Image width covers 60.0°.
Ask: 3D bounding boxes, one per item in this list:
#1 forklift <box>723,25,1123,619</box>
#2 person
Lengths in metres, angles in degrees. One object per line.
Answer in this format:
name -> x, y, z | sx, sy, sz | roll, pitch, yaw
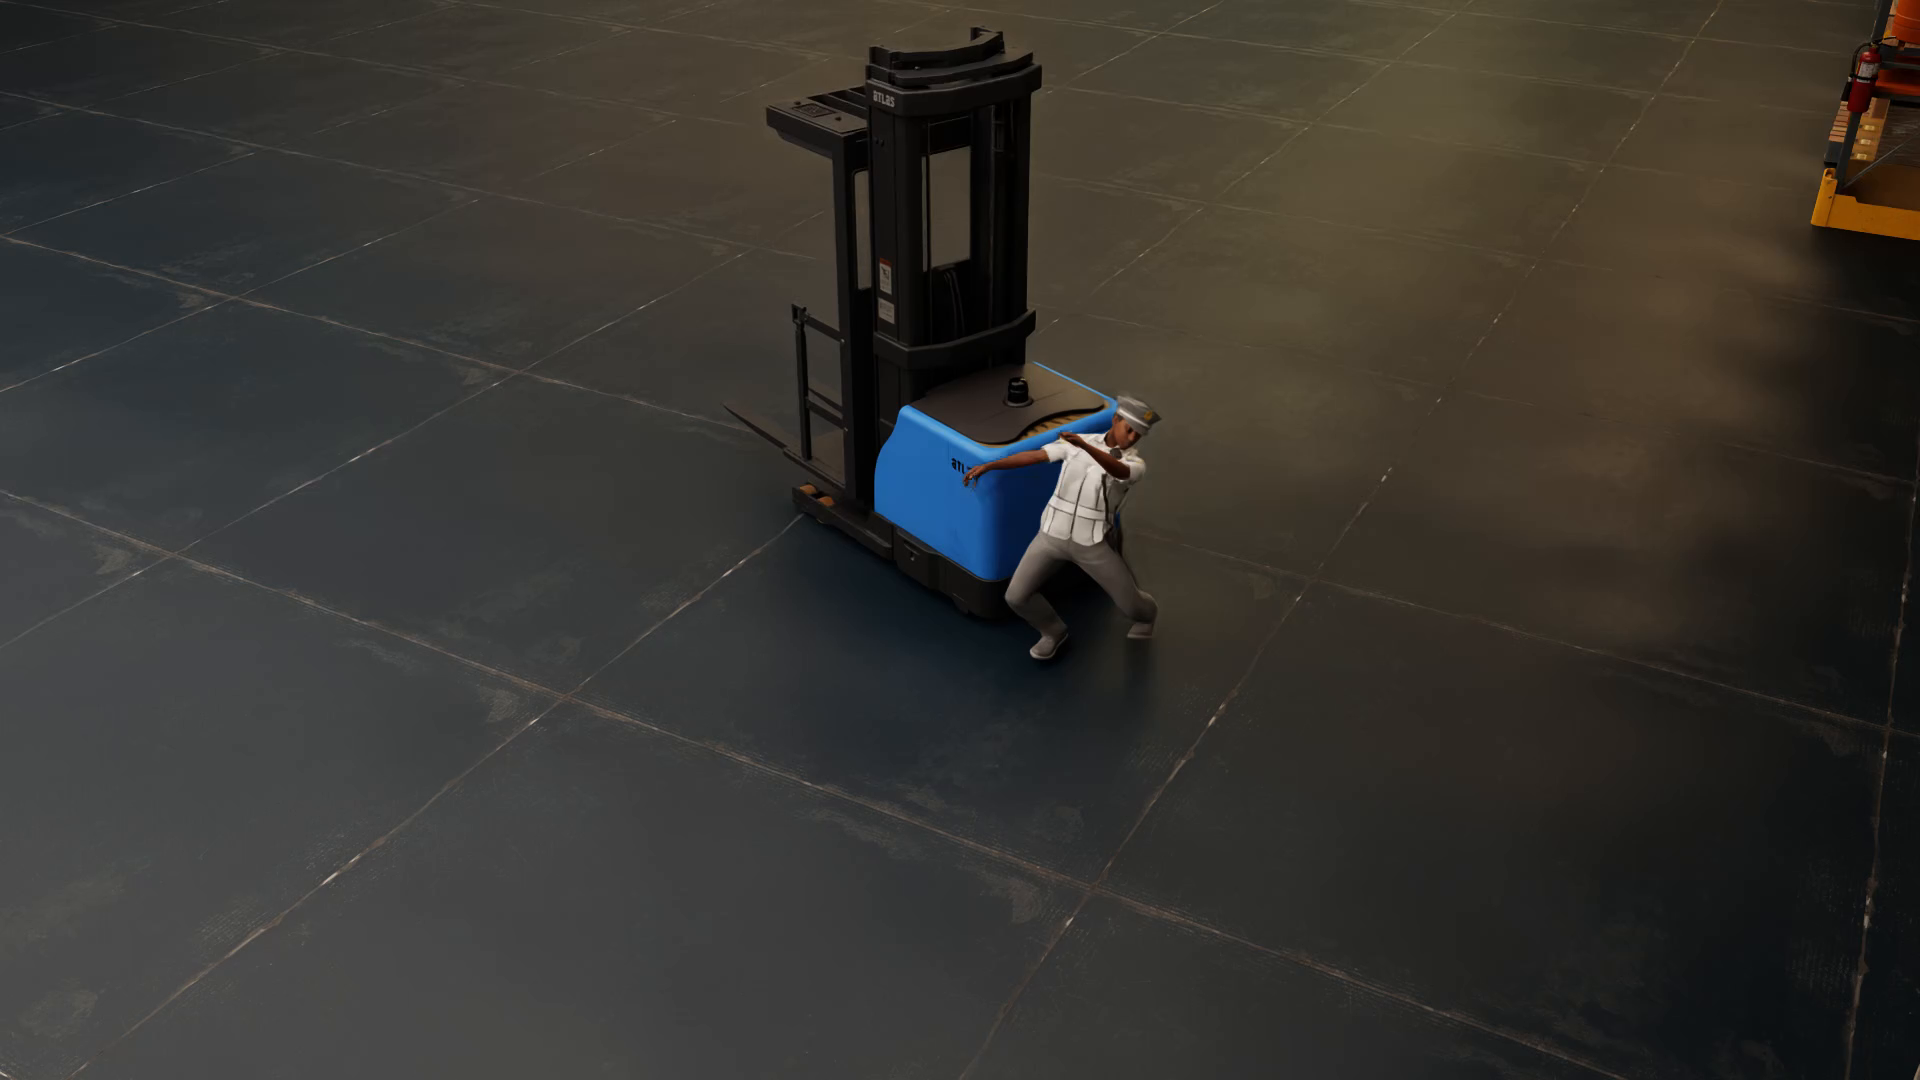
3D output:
forklift -> -0.382, -1.507, 9.682 | 1.130, 2.935, 3.031 | -22, 37, -33
person -> 0.525, -0.051, 8.602 | 1.000, 1.438, 0.711 | 9, 31, 16
